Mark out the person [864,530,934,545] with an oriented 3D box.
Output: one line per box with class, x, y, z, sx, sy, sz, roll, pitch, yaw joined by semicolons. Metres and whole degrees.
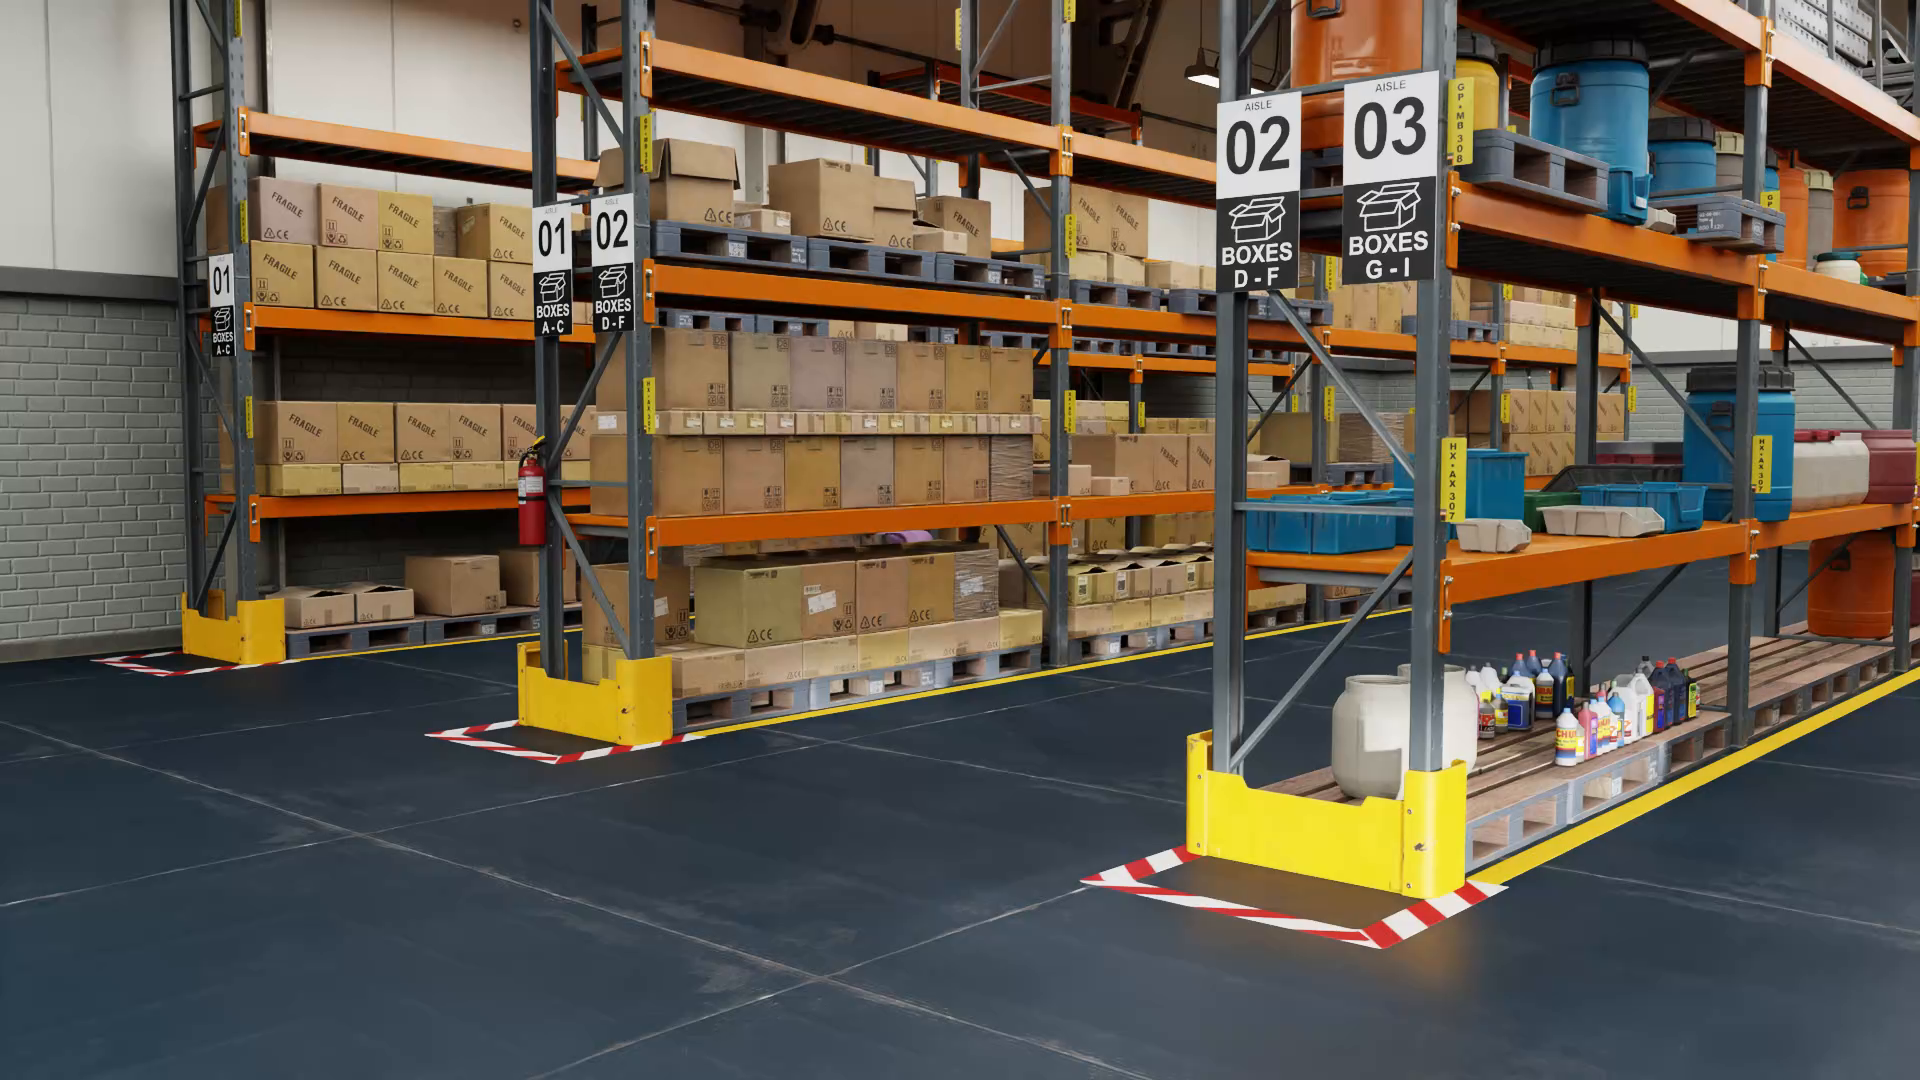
person;-0.638;0.261;16.866;0.861;0.928;0.424;3;5;38
